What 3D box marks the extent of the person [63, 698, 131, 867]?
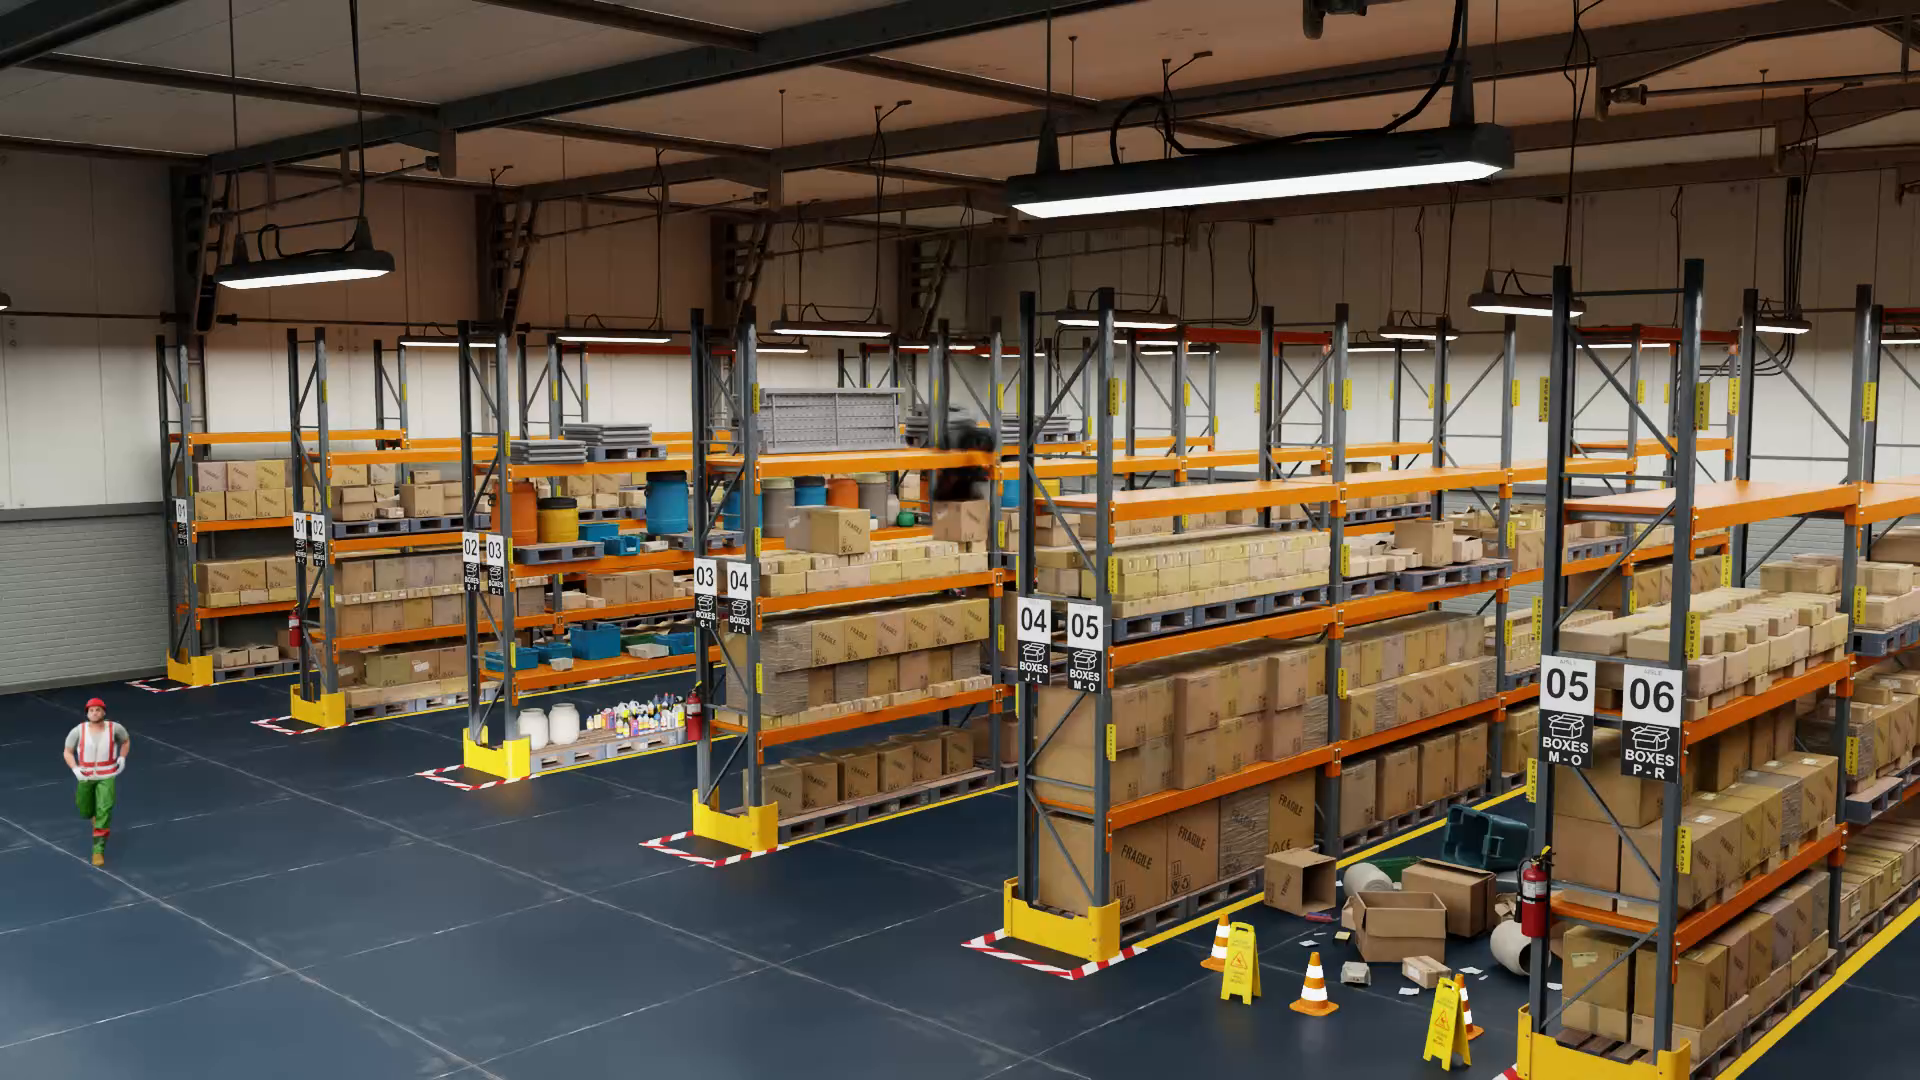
[{"bbox_3d":[-9.452,2.602,18.219,0.634,1.765,1.049,-2,6,-19],"label":"person"}]
